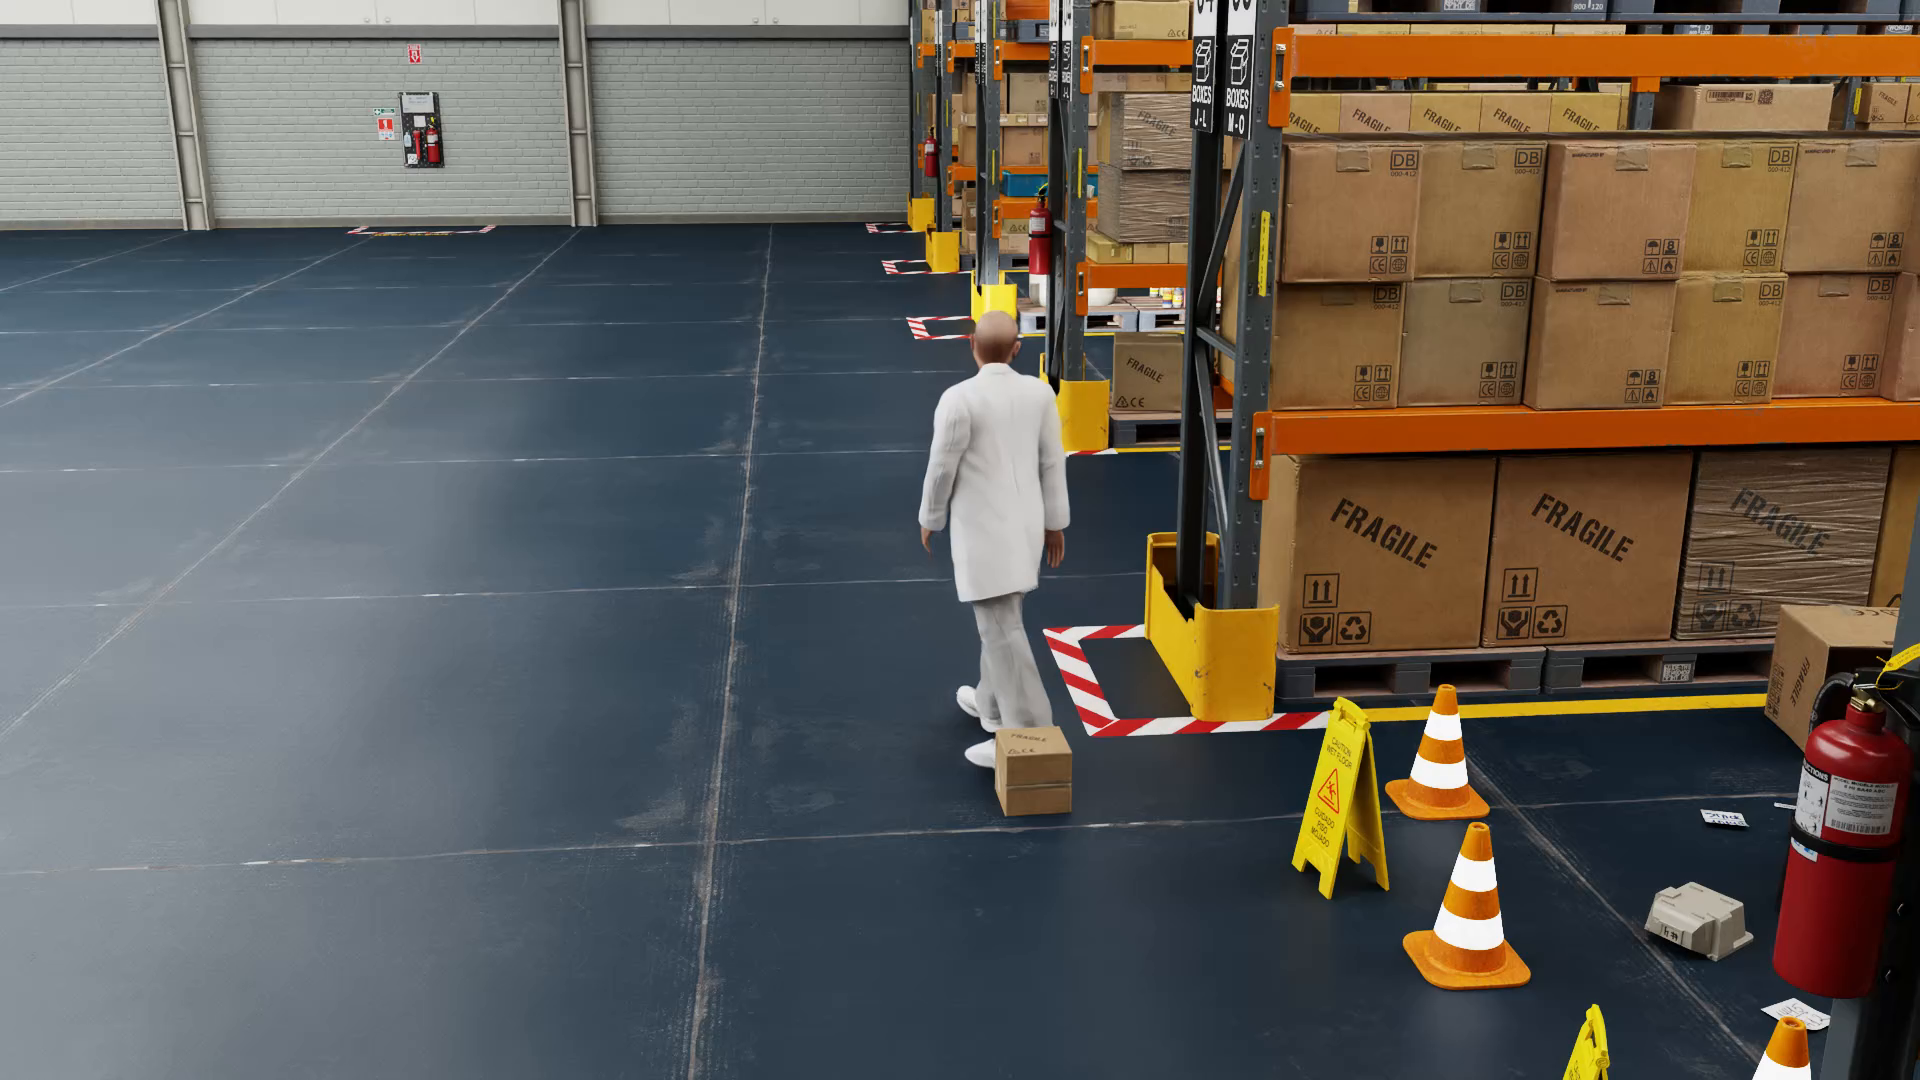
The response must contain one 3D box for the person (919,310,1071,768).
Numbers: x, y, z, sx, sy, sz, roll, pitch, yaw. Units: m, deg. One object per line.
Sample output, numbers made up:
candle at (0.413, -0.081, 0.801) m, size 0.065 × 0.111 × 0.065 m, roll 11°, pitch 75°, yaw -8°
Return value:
person at (0.153, -0.025, 6.616) m, size 0.611 × 1.769 × 0.766 m, roll -14°, pitch 22°, yaw -39°
